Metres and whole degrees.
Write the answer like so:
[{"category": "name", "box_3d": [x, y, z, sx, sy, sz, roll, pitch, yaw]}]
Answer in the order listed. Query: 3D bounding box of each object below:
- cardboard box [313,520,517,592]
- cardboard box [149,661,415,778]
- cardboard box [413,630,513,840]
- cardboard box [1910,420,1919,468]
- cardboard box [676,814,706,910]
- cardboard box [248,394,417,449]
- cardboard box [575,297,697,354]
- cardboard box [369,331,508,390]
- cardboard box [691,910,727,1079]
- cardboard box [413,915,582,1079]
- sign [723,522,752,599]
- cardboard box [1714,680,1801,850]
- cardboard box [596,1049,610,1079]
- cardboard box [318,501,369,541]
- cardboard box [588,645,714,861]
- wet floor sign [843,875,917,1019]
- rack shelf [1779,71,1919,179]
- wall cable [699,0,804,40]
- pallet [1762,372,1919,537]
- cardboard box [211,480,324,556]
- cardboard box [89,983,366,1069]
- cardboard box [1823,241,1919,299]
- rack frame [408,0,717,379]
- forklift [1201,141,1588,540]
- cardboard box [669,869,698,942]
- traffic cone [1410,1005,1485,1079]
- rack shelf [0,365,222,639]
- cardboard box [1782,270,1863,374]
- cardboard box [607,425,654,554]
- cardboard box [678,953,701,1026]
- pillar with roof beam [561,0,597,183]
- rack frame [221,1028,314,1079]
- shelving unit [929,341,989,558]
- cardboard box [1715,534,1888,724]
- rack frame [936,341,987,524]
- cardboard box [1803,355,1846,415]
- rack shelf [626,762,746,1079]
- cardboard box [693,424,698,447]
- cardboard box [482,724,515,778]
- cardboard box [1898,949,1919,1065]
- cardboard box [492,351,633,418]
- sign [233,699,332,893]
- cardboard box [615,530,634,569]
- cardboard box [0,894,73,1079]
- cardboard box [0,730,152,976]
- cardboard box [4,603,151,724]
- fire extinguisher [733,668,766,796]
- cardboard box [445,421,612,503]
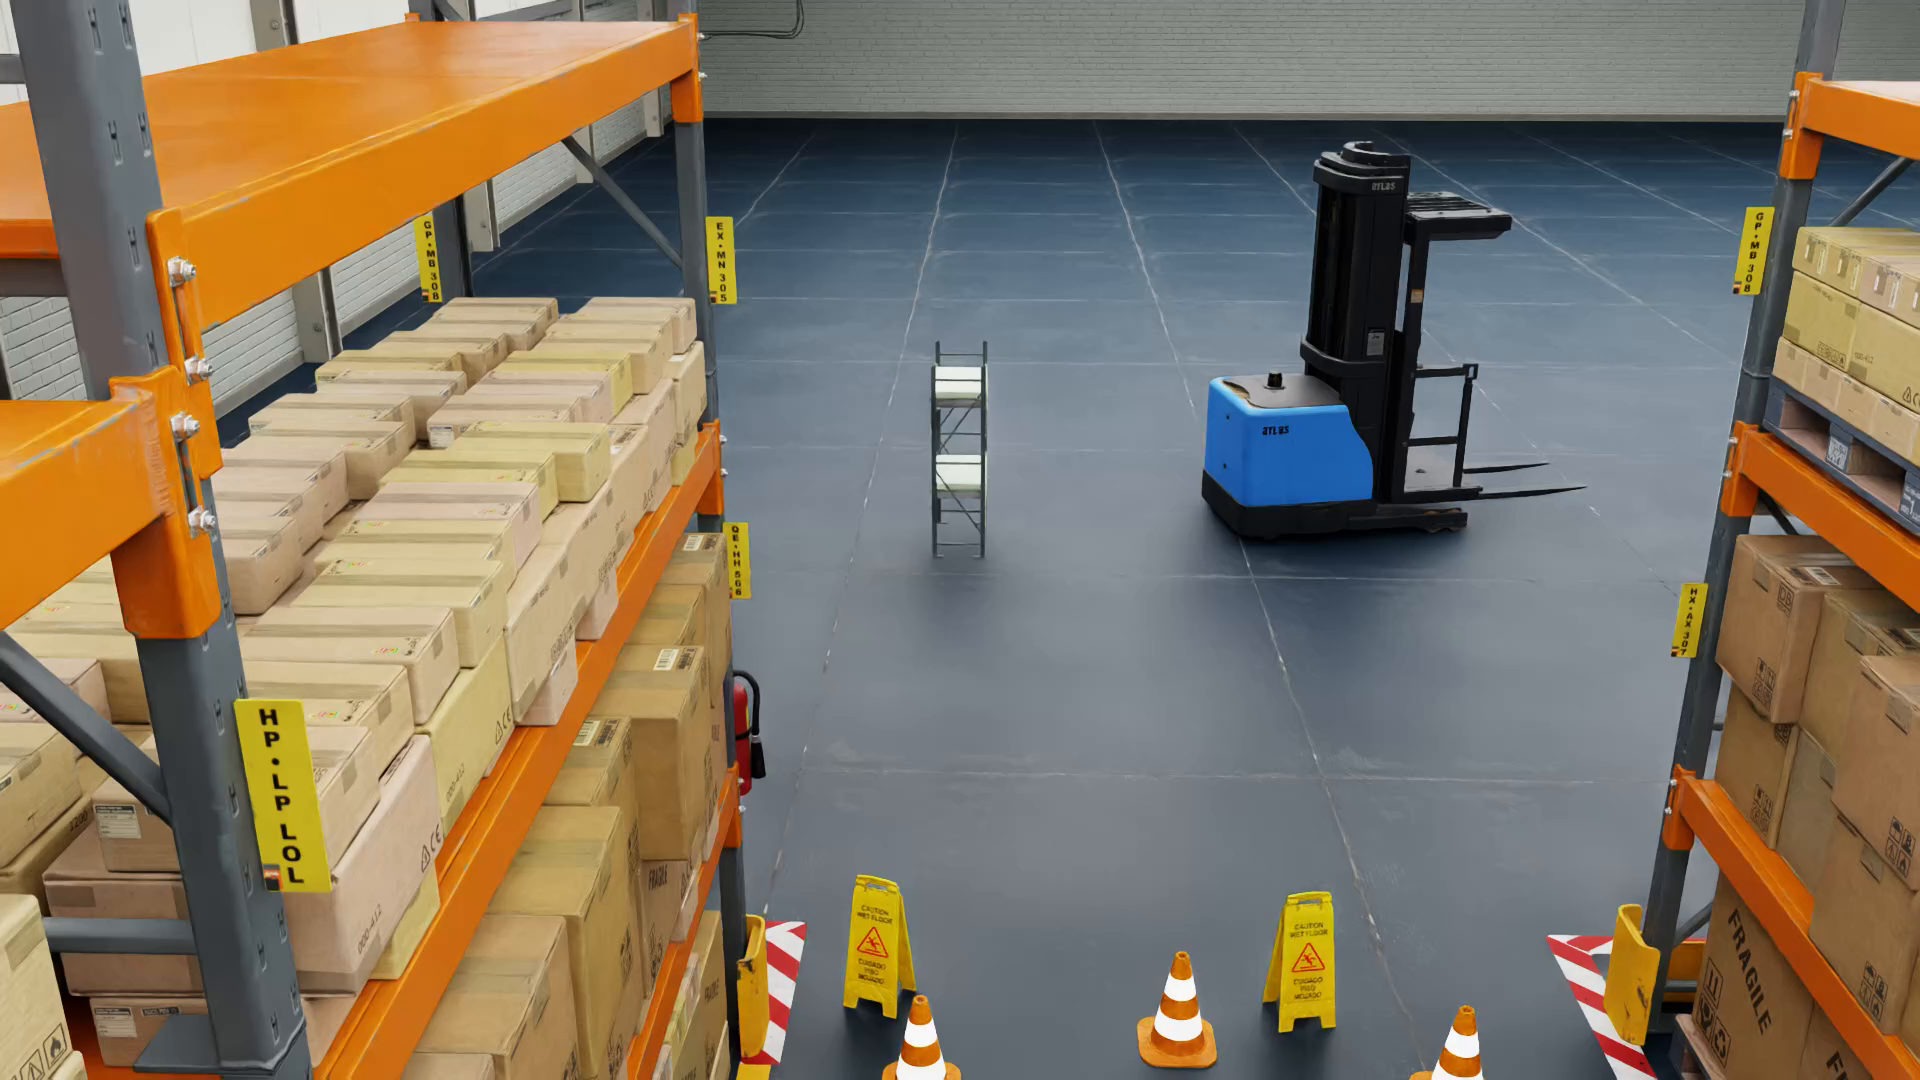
[{"category": "cardboard box", "box_3d": [-1.241, 0.066, 3.812, 0.380, 0.149, 0.250, 0, 21, 0]}, {"category": "cardboard box", "box_3d": [-1.250, 0.346, 3.089, 0.380, 0.149, 0.250, 1, 21, 3]}, {"category": "cardboard box", "box_3d": [-1.271, 0.394, 3.517, 0.500, 0.250, 0.500, 0, 21, 1]}, {"category": "cardboard box", "box_3d": [3.147, -0.263, 5.042, 0.380, 0.149, 0.250, 1, 21, 2]}, {"category": "cardboard box", "box_3d": [-1.204, 0.952, 5.879, 0.500, 0.500, 0.500, 1, 21, 2]}, {"category": "cardboard box", "box_3d": [-1.802, -0.314, 4.791, 0.380, 0.149, 0.250, 1, 21, 3]}, {"category": "cardboard box", "box_3d": [-1.158, -0.770, 5.966, 0.380, 0.149, 0.250, 1, 21, 2]}, {"category": "cardboard box", "box_3d": [-1.718, -0.589, 5.497, 0.380, 0.149, 0.250, 1, 21, 2]}, {"category": "cardboard box", "box_3d": [-1.206, 1.786, 6.462, 0.500, 0.500, 0.500, 1, 21, 2]}, {"category": "cardboard box", "box_3d": [-1.297, 1.211, 3.830, 0.700, 0.500, 0.500, 1, 21, 2]}, {"category": "sign", "box_3d": [-0.889, 0.083, 6.630, 0.100, 0.325, 0.005, 1, 21, 2]}, {"category": "cardboard box", "box_3d": [3.542, 0.840, 6.510, 0.875, 0.550, 0.550, 1, 21, 2]}, {"category": "cardboard box", "box_3d": [-1.252, 1.499, 4.469, 0.500, 0.500, 0.500, 0, 21, 1]}, {"category": "cardboard box", "box_3d": [-1.776, 0.023, 4.472, 0.500, 0.250, 0.500, 1, 21, 3]}, {"category": "cardboard box", "box_3d": [-1.176, 0.661, 5.246, 0.700, 0.500, 0.500, 0, 21, 1]}, {"category": "wet floor sign", "box_3d": [-0.367, 1.798, 7.503, 0.267, 0.644, 0.232, 8, 23, 20]}, {"category": "rack shelf", "box_3d": [3.447, -0.777, 4.138, 1.077, 0.370, 4.000, 1, 21, 2]}, {"category": "wall cable", "box_3d": [-5.002, -12.301, 36.584, 3.097, 2.526, 0.112, 1, 21, 2]}, {"category": "pallet", "box_3d": [3.496, -0.314, 5.666, 1.003, 0.211, 1.213, 1, 21, 2]}, {"category": "cardboard box", "box_3d": [-1.801, -0.036, 4.074, 0.380, 0.149, 0.250, 1, 21, 2]}, {"category": "cardboard box", "box_3d": [-1.307, 0.811, 2.992, 0.380, 0.149, 0.250, 0, 21, 1]}, {"category": "cardboard box", "box_3d": [3.171, -0.912, 5.613, 0.380, 0.149, 0.250, 1, 21, 2]}, {"category": "rack frame", "box_3d": [-1.443, -2.040, 5.845, 1.000, 3.000, 0.127, 1, 21, 2]}, {"category": "forklift", "box_3d": [3.567, -1.611, 13.130, 3.031, 2.935, 1.130, -4, 22, -10]}, {"category": "cardboard box", "box_3d": [-1.144, 1.291, 5.903, 0.380, 0.149, 0.250, 1, 21, 3]}, {"category": "traffic cone", "box_3d": [2.073, 2.134, 6.889, 0.336, 0.463, 0.334, 1, 21, 2]}, {"category": "rack shelf", "box_3d": [-1.625, 0.652, 0.457, 1.077, 0.370, 4.000, 1, 21, 2]}, {"category": "cardboard box", "box_3d": [3.237, -0.763, 5.779, 0.500, 0.250, 0.500, 1, 21, 2]}, {"category": "cardboard box", "box_3d": [-1.216, -0.152, 4.925, 0.500, 0.250, 0.500, 1, 21, 3]}, {"category": "cardboard box", "box_3d": [-1.150, 1.617, 6.001, 0.380, 0.149, 0.250, 1, 21, 3]}, {"category": "pillar with roof beam", "box_3d": [-2.293, -10.481, 27.602, 9.100, 9.000, 0.400, 1, 21, 2]}, {"category": "rack frame", "box_3d": [-1.564, 2.204, 3.203, 1.000, 3.000, 0.127, 1, 21, 2]}, {"category": "shelving unit", "box_3d": [0.000, -0.702, 12.764, 0.431, 1.500, 0.755, 1, 21, 2]}, {"category": "cardboard box", "box_3d": [3.458, 0.336, 6.317, 0.875, 0.550, 0.550, 1, 21, 2]}, {"category": "rack frame", "box_3d": [0.011, -0.834, 13.105, 0.400, 1.500, 0.023, 1, 21, 2]}, {"category": "cardboard box", "box_3d": [3.170, -0.536, 5.745, 0.380, 0.149, 0.250, 1, 21, 2]}, {"category": "rack shelf", "box_3d": [-1.504, 1.816, 5.197, 1.077, 0.370, 4.000, 1, 21, 2]}, {"category": "cardboard box", "box_3d": [-1.174, -0.392, 6.093, 0.380, 0.149, 0.250, 1, 21, 2]}, {"category": "cardboard box", "box_3d": [-1.282, 0.441, 3.947, 0.380, 0.149, 0.250, 0, 21, 0]}, {"category": "cardboard box", "box_3d": [3.430, 1.432, 4.984, 0.875, 0.550, 0.500, 1, 21, 2]}, {"category": "cardboard box", "box_3d": [-1.253, -0.494, 5.253, 0.380, 0.149, 0.250, 1, 21, 2]}, {"category": "sign", "box_3d": [-1.010, 0.385, 2.483, 0.100, 0.325, 0.005, 1, 21, 2]}, {"category": "cardboard box", "box_3d": [-1.225, -0.024, 5.146, 0.380, 0.149, 0.250, 0, 21, 1]}, {"category": "cardboard box", "box_3d": [-1.455, 0.657, 1.978, 0.500, 0.250, 0.500, 1, 21, 3]}, {"category": "cardboard box", "box_3d": [-1.820, 0.573, 3.054, 0.500, 0.250, 0.500, 0, 21, 1]}, {"category": "cardboard box", "box_3d": [-1.744, 0.246, 3.348, 0.380, 0.149, 0.250, 1, 21, 3]}, {"category": "fire extinguisher", "box_3d": [-0.979, 0.757, 7.038, 0.296, 0.674, 0.183, 1, 21, 2]}, {"category": "cardboard box", "box_3d": [-1.171, -0.215, 4.536, 0.380, 0.149, 0.250, 1, 21, 3]}]
